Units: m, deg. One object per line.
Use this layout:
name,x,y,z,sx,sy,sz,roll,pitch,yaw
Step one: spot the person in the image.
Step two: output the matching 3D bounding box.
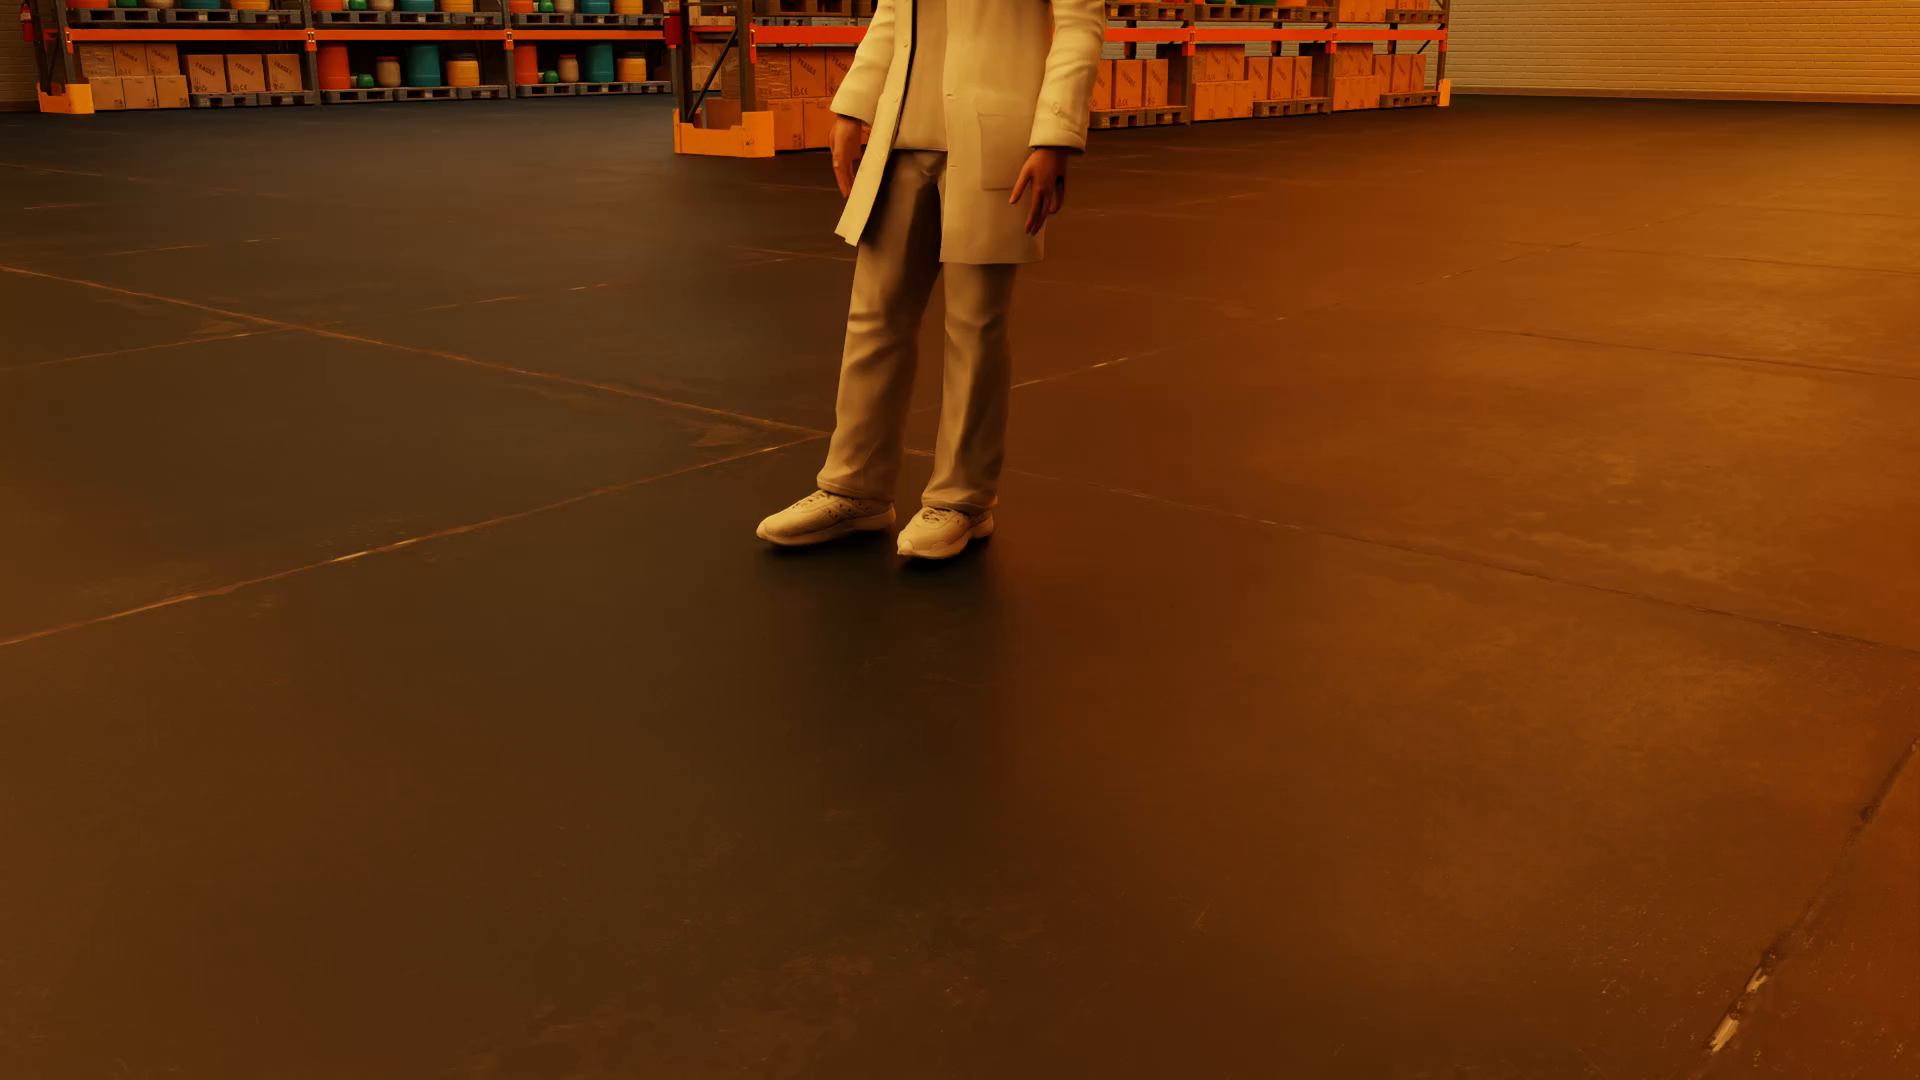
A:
person,-0.061,-0.838,3.616,0.698,1.777,0.578,13,21,37
